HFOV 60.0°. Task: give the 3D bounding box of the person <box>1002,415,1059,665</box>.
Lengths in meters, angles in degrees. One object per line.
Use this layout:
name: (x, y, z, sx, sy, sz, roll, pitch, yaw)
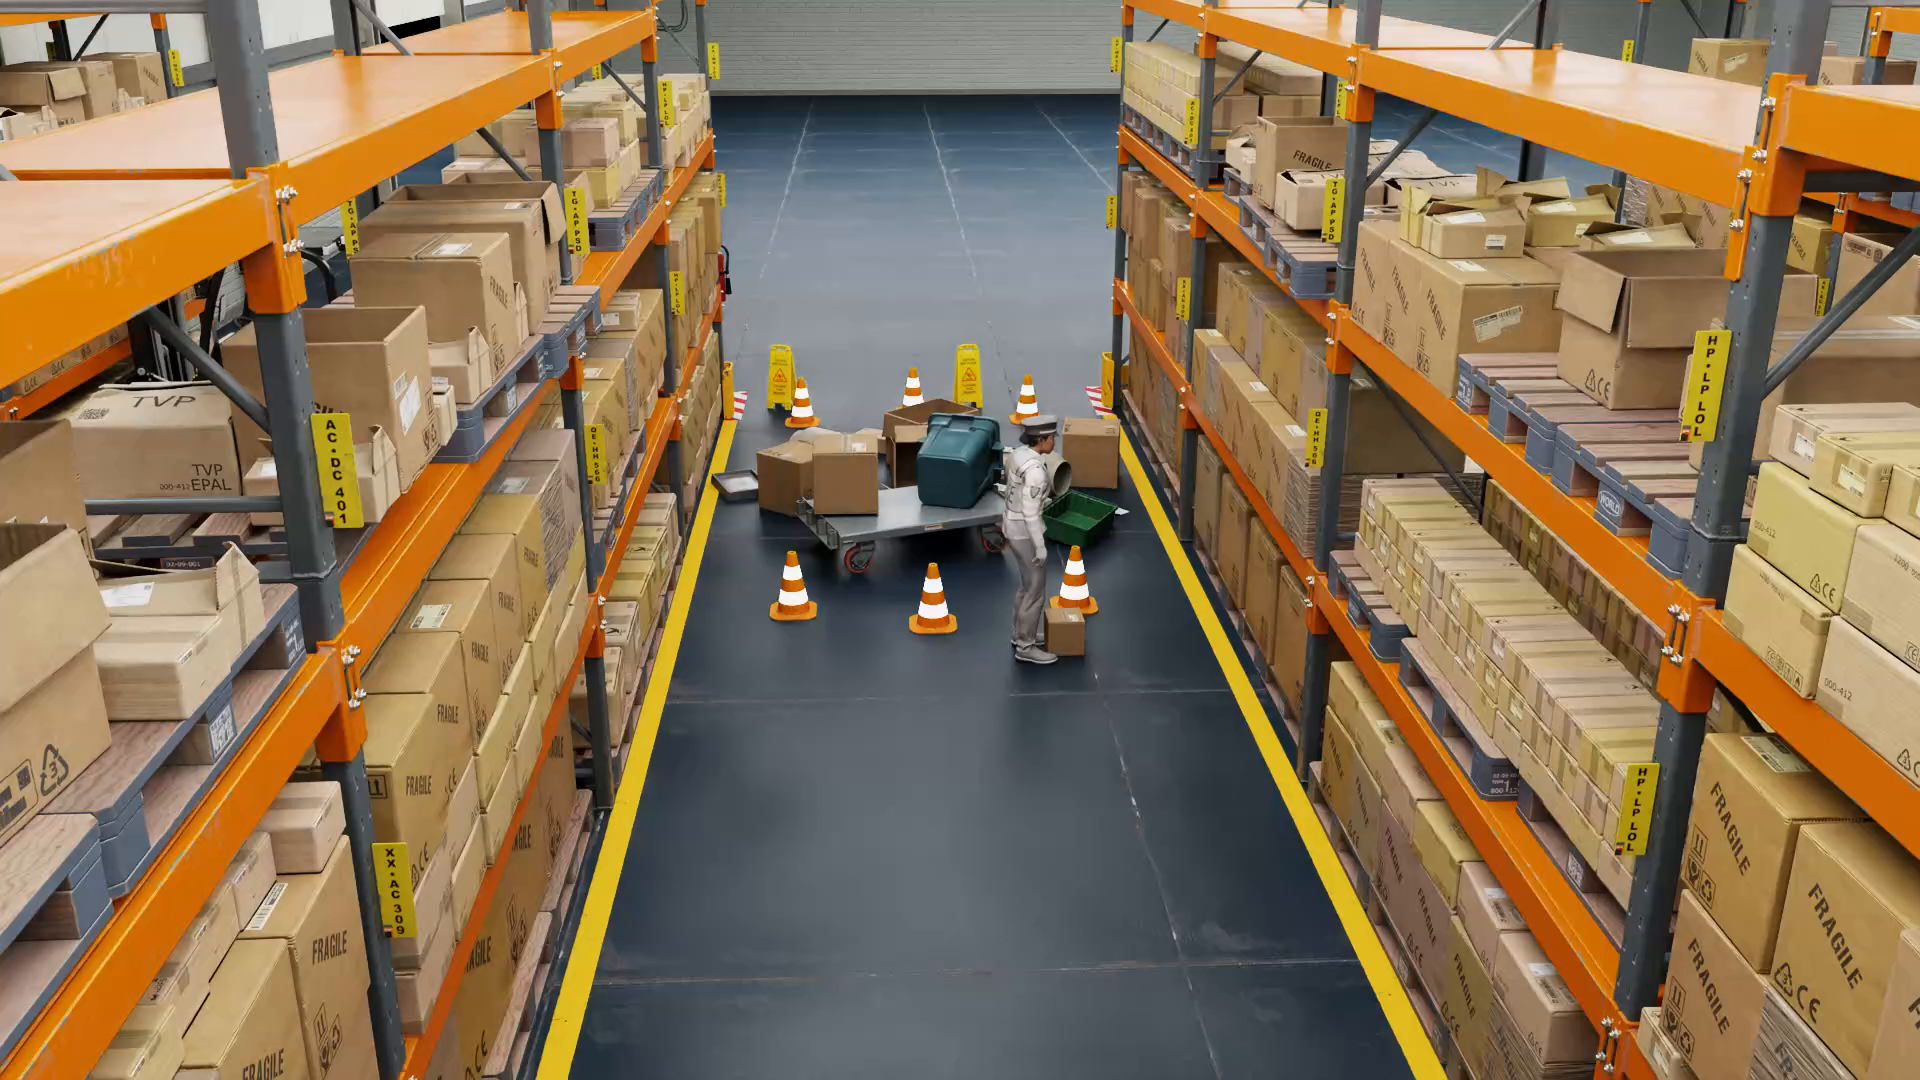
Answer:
person: (0.472, -0.021, 11.131, 0.372, 1.662, 0.531, -2, 21, -5)
